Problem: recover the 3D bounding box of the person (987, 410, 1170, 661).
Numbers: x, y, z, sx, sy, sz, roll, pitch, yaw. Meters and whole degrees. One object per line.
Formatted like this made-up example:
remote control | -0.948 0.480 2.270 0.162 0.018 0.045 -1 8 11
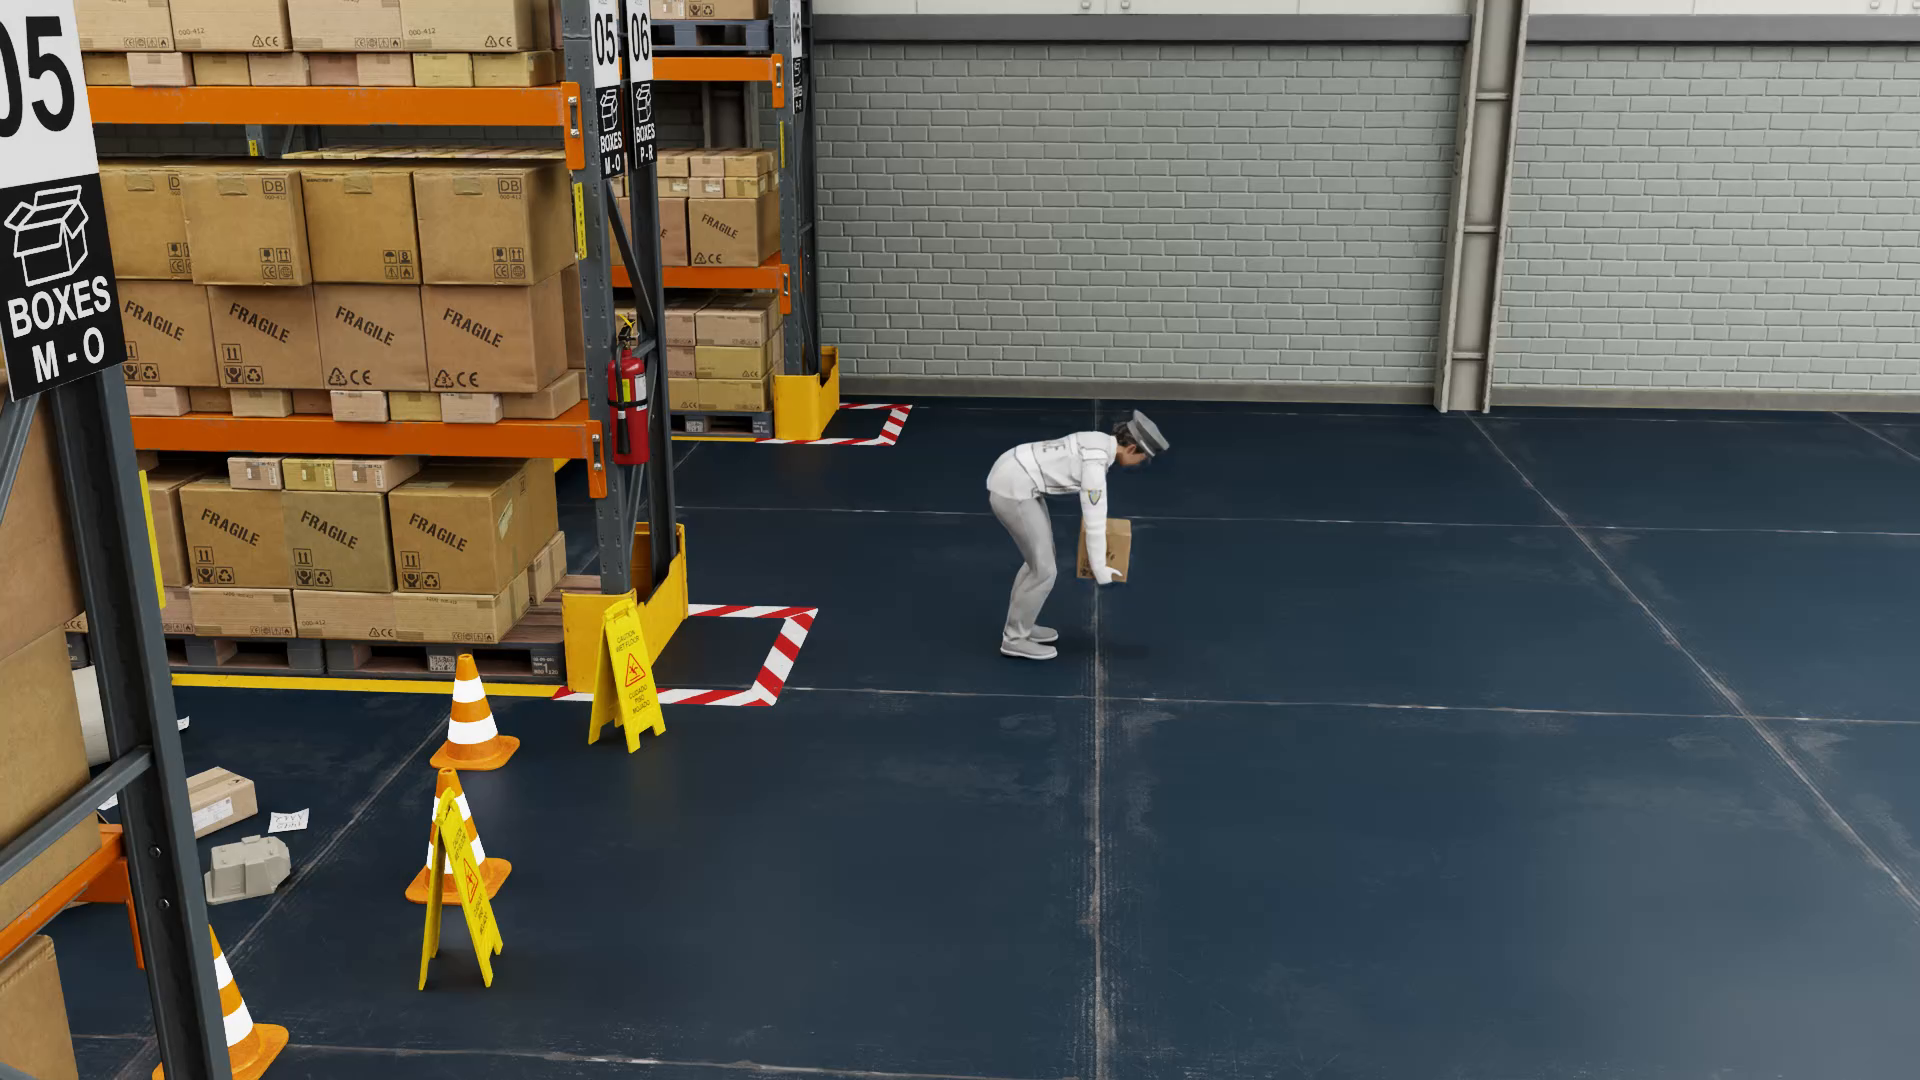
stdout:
person | 0.584 -0.037 8.359 0.906 1.251 0.411 1 18 2
